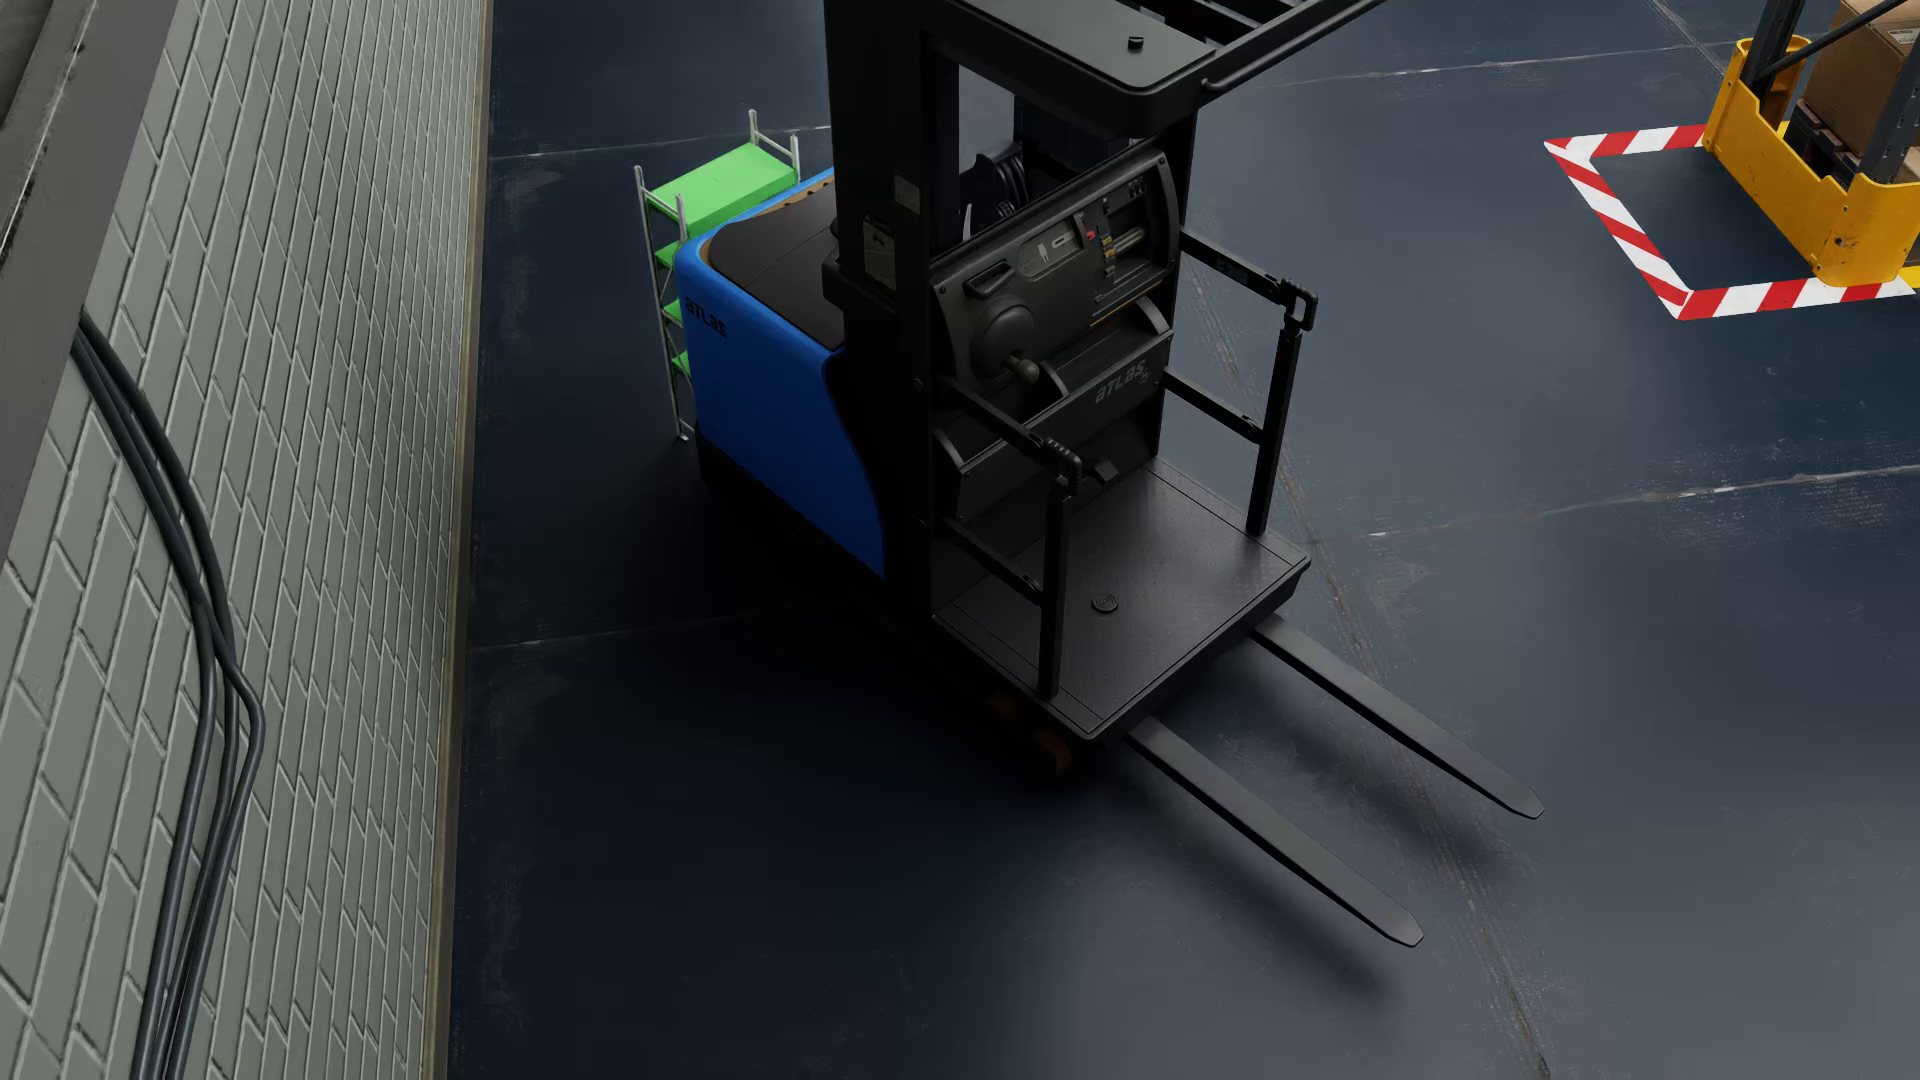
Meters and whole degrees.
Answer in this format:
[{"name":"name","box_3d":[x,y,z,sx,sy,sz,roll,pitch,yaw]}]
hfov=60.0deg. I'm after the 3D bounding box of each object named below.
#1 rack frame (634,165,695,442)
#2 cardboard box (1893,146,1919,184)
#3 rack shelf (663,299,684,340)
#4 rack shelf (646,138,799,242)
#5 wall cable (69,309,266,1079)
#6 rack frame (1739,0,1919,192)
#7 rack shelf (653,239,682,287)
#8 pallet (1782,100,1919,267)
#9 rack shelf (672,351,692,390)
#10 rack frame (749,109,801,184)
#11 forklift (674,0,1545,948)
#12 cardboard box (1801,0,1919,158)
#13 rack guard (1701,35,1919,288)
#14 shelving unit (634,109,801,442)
[{"name":"rack frame","box_3d":[-0.989,-0.758,5.864,0.015,1.200,0.240,-35,56,-29]},{"name":"cardboard box","box_3d":[4.109,-1.492,6.997,0.250,0.149,0.380,-7,46,-7]},{"name":"rack shelf","box_3d":[-0.815,-0.837,6.028,0.480,0.148,0.258,-35,56,-29]},{"name":"rack shelf","box_3d":[-0.813,-1.168,5.682,0.480,0.148,0.258,-35,56,-29]},{"name":"wall cable","box_3d":[-1.148,0.430,1.461,0.112,2.526,3.097,-7,46,-7]},{"name":"rack frame","box_3d":[3.638,-2.521,6.314,0.127,3.000,1.000,-7,46,-7]},{"name":"rack shelf","box_3d":[-0.814,-1.002,5.855,0.480,0.148,0.258,-35,56,-29]},{"name":"pallet","box_3d":[4.498,-1.661,7.422,1.213,0.211,1.003,-7,46,-7]},{"name":"rack shelf","box_3d":[-0.816,-0.671,6.202,0.480,0.148,0.258,-35,56,-29]},{"name":"rack frame","box_3d":[-0.640,-1.004,6.101,0.015,1.200,0.240,-35,56,-29]},{"name":"forklift","box_3d":[0.436,-0.691,4.598,1.130,2.935,3.031,-35,55,-29]},{"name":"cardboard box","box_3d":[4.132,-2.048,7.288,0.500,0.500,0.500,-7,46,-7]},{"name":"rack guard","box_3d":[3.713,-1.663,7.223,0.348,0.500,1.175,-7,46,-7]},{"name":"shelving unit","box_3d":[-0.815,-0.881,5.982,0.503,1.200,0.258,-35,56,-29]}]
